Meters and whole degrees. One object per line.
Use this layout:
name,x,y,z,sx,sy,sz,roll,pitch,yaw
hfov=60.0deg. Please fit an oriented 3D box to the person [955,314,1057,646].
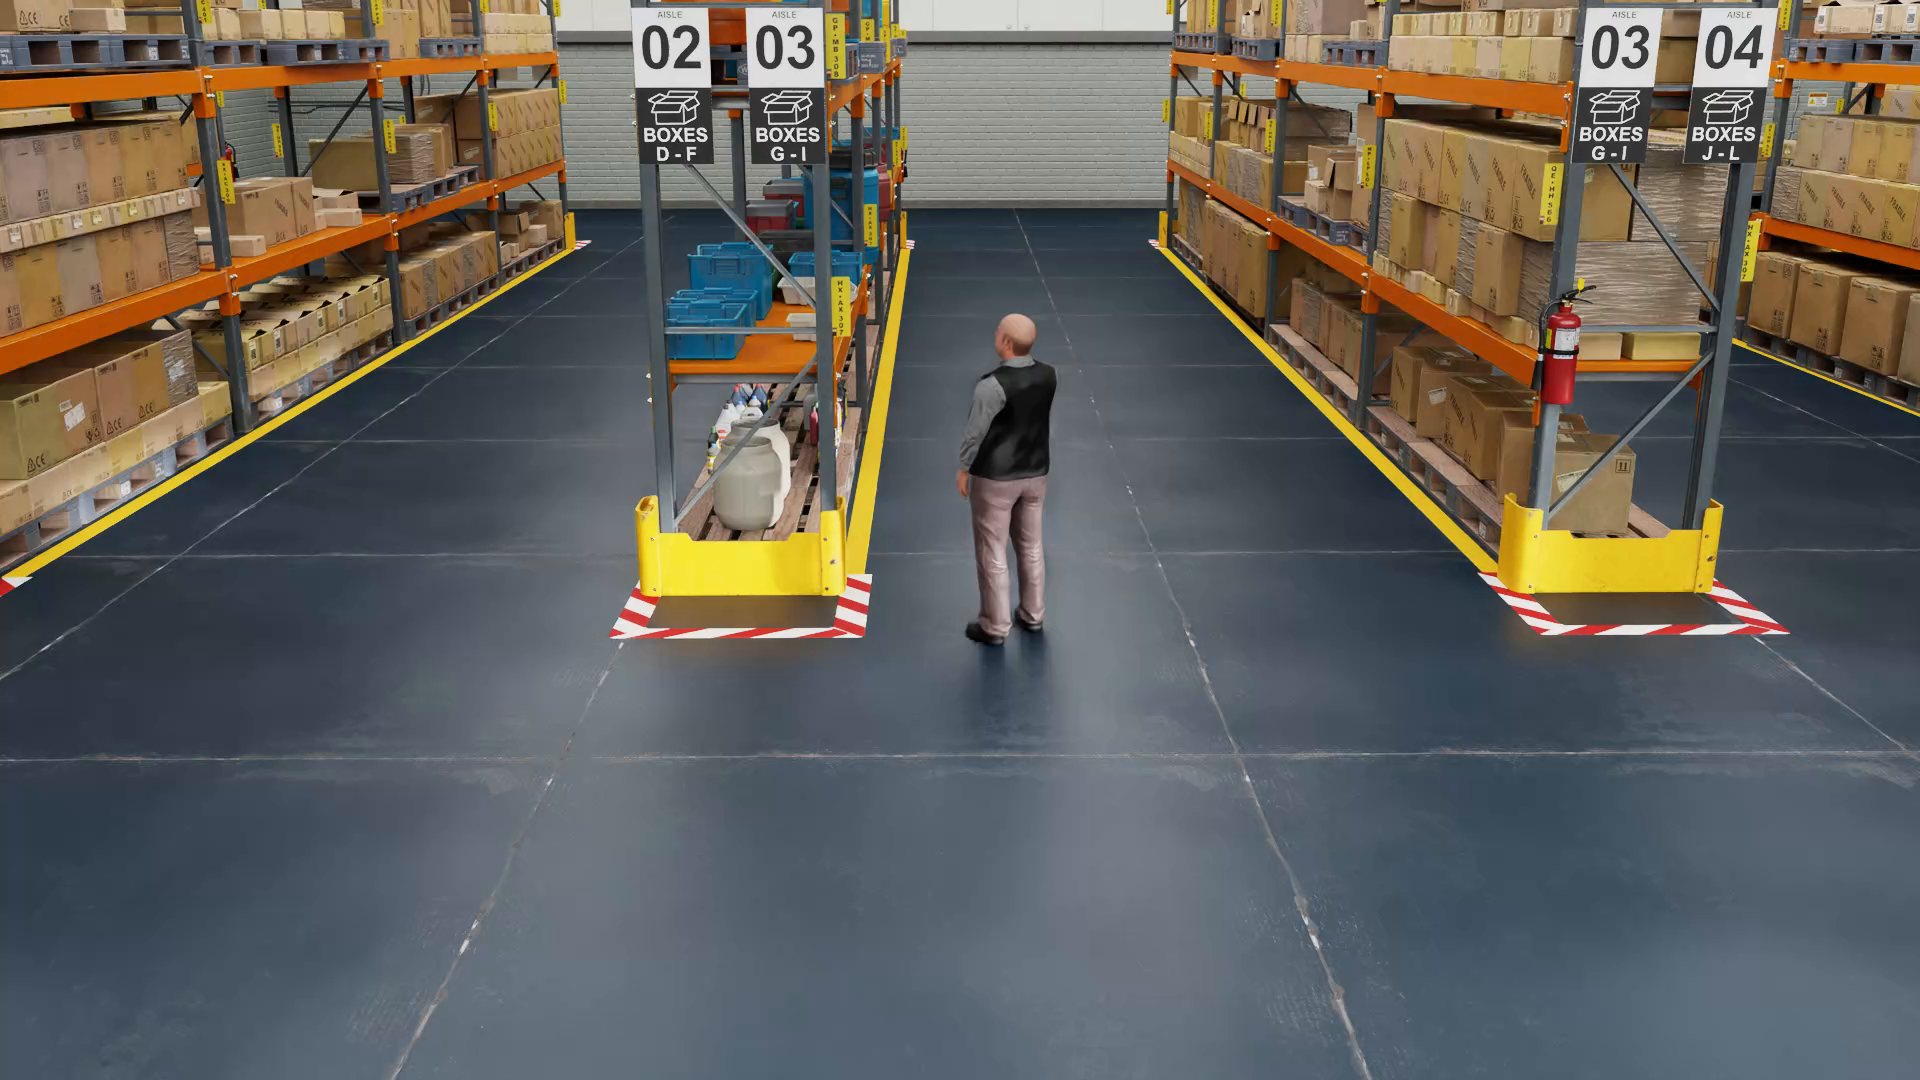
person,0.239,-0.324,8.601,0.600,1.726,0.458,-13,21,-37
